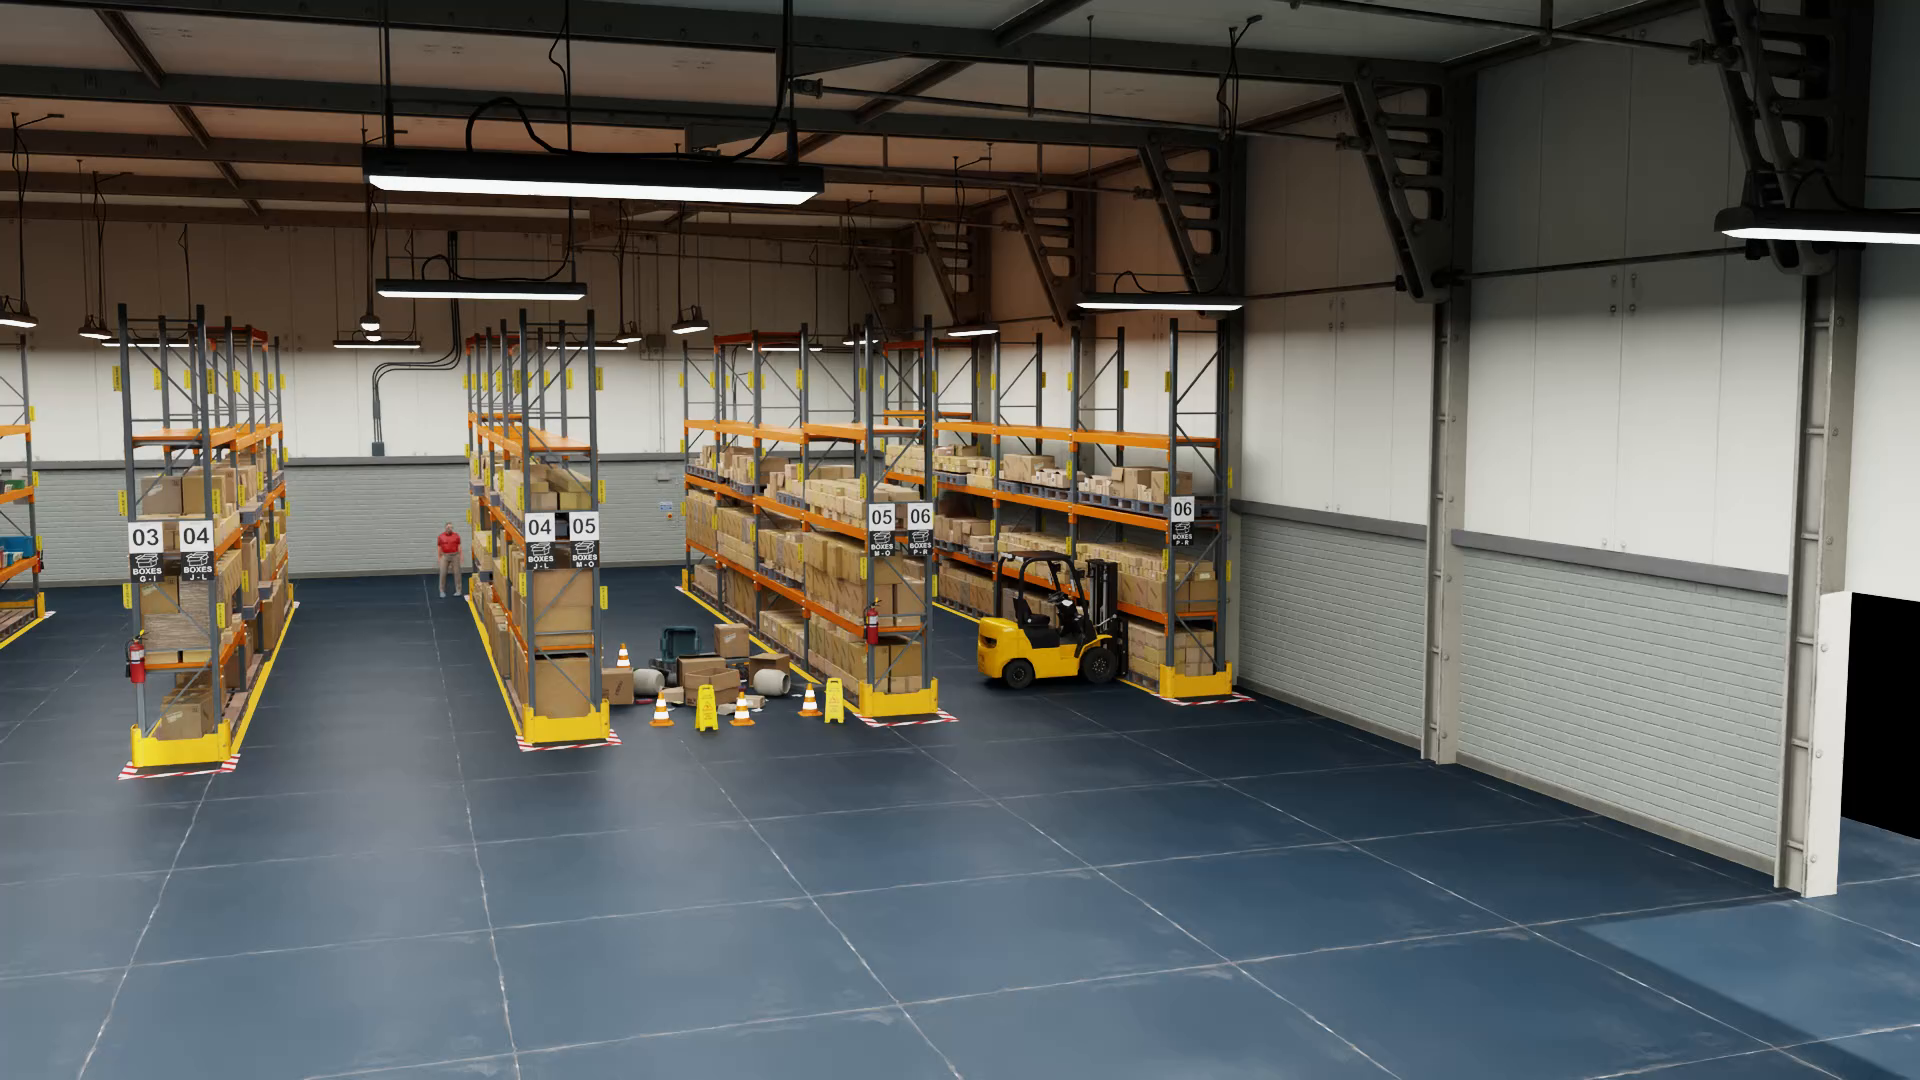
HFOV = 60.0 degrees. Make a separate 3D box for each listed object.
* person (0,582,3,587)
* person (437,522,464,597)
[{"bbox_3d":[-21.425,0.697,36.657,0.471,1.676,0.507,-1,6,-15],"label":"person"},{"bbox_3d":[-11.953,0.458,39.023,0.587,1.744,0.400,-2,6,-18],"label":"person"}]
